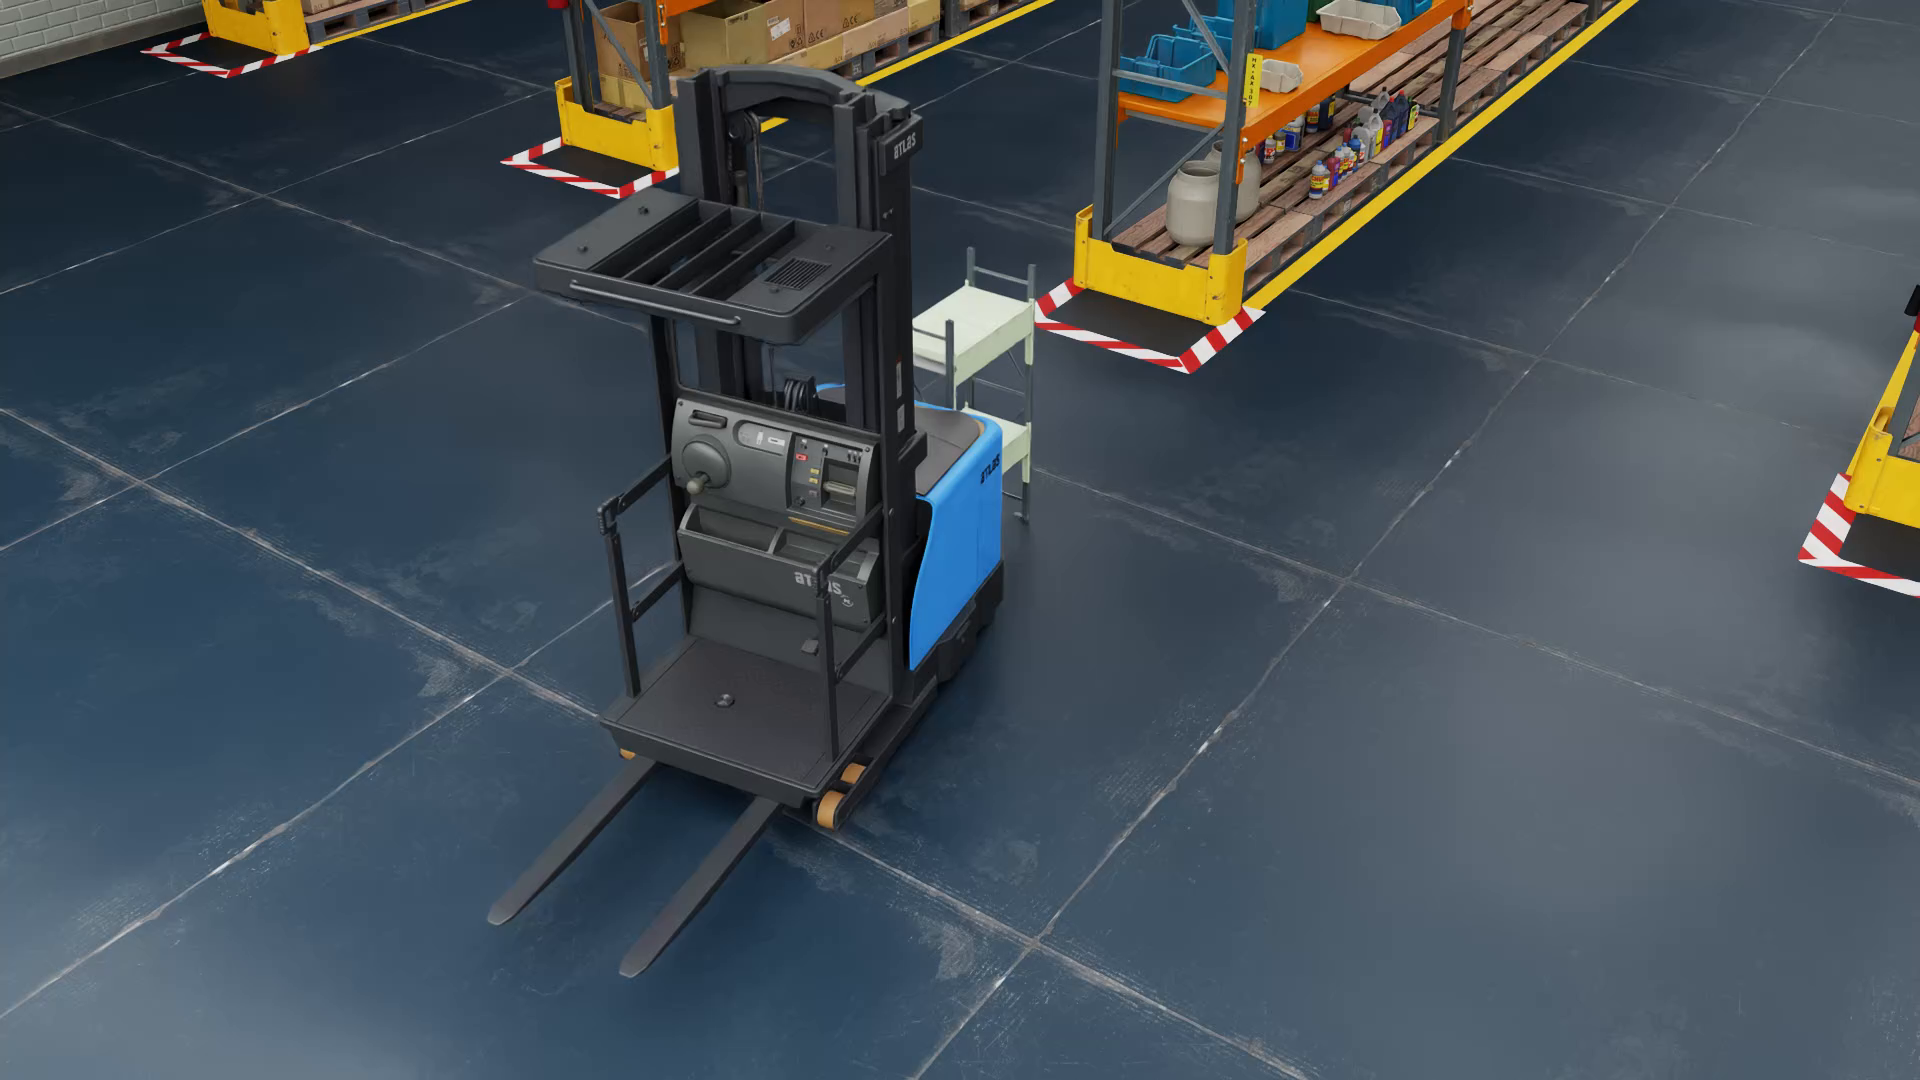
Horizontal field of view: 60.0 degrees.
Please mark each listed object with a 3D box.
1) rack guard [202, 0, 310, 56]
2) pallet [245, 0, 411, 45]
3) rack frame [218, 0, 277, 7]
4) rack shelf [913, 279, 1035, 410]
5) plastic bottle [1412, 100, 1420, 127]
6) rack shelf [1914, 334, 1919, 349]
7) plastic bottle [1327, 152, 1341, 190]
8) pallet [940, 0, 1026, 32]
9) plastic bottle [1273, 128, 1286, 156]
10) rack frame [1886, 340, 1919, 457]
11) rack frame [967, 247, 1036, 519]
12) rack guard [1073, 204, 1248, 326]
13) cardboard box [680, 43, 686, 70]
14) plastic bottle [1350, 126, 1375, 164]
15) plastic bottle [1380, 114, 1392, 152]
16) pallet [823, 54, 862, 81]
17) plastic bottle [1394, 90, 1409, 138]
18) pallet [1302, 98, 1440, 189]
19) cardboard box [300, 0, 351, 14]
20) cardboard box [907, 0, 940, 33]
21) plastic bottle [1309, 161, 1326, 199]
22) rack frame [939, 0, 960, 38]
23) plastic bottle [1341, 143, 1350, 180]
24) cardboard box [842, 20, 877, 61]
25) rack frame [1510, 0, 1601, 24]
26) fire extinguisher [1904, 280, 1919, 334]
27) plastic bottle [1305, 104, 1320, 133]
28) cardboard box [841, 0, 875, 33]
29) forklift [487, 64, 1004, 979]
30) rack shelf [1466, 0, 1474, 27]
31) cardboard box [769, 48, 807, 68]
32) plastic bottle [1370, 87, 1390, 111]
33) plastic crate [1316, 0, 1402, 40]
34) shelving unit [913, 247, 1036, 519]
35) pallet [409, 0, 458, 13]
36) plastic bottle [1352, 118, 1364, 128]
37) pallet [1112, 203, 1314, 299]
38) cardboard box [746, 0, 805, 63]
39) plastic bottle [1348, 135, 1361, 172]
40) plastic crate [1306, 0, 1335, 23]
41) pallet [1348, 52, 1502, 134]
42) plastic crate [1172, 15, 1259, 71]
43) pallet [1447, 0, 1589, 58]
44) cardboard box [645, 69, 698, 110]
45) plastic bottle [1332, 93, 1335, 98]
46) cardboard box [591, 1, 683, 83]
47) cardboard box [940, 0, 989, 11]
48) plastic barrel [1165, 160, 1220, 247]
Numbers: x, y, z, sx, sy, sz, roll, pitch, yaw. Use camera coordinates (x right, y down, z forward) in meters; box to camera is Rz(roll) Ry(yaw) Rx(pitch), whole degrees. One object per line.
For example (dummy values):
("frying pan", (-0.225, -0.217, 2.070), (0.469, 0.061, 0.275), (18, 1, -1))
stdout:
("rack guard", (-6.760, -5.028, 15.914), (1.175, 0.500, 0.348), (21, 39, 28))
("pallet", (-6.267, -5.271, 16.531), (1.003, 0.211, 1.213), (21, 39, 28))
("rack frame", (-6.803, -6.028, 15.162), (1.000, 3.000, 0.127), (21, 39, 28))
("rack shelf", (0.004, -0.955, 8.302), (0.431, 0.370, 0.720), (21, 39, 28))
("plastic bottle", (3.666, -3.461, 13.471), (0.097, 0.201, 0.097), (0, 34, 0))
("rack shelf", (6.545, -1.904, 9.706), (1.077, 0.370, 4.000), (21, 39, 28))
("plastic bottle", (2.770, -2.754, 12.352), (0.061, 0.283, 0.133), (22, 40, 29))
("pallet", (-0.063, -5.485, 16.848), (1.003, 0.211, 1.213), (21, 39, 28))
("plastic bottle", (2.483, -3.102, 12.940), (0.097, 0.201, 0.097), (0, 34, 0))
("rack frame", (5.405, -1.282, 8.143), (1.000, 3.000, 0.127), (21, 39, 28))
("rack frame", (0.208, -0.802, 8.772), (0.400, 1.500, 0.023), (21, 39, 28))
("rack guard", (1.340, -1.878, 11.257), (1.175, 0.500, 0.348), (21, 39, 28))
("cardboard box", (-2.393, -4.058, 14.328), (0.500, 0.250, 0.500), (21, 39, 28))
("plastic bottle", (3.097, -3.060, 12.811), (0.152, 0.276, 0.135), (22, 40, 29))
("plastic bottle", (3.318, -3.196, 13.007), (0.061, 0.283, 0.133), (24, 41, 31))
("pallet", (-1.634, -4.217, 14.973), (1.003, 0.211, 1.213), (21, 39, 28))
("plastic bottle", (3.486, -3.401, 13.249), (0.144, 0.351, 0.185), (20, 39, 27))
("pallet", (3.199, -3.254, 13.548), (1.003, 0.211, 1.213), (21, 39, 28))
("cardboard box", (-6.335, -5.386, 16.220), (0.500, 0.311, 0.500), (17, 37, 23))
("cardboard box", (-0.536, -5.040, 15.781), (0.500, 0.250, 0.500), (21, 39, 28))
("plastic bottle", (2.625, -2.651, 12.210), (0.097, 0.271, 0.097), (0, 34, 0))
("rack frame", (-0.451, -6.288, 15.547), (1.000, 3.000, 0.127), (21, 39, 28))
("plastic bottle", (2.878, -2.854, 12.512), (0.097, 0.271, 0.097), (0, 34, 0))
("cardboard box", (-1.102, -4.578, 15.098), (0.500, 0.250, 0.500), (21, 39, 28))
("rack frame", (5.897, -6.545, 15.927), (1.000, 3.000, 0.127), (21, 39, 28))
("fire extinguisher", (4.961, -1.344, 8.305), (0.296, 0.674, 0.183), (21, 39, 28))
("plastic bottle", (2.832, -3.412, 13.337), (0.097, 0.271, 0.097), (0, 34, 0))
("cardboard box", (-1.112, -4.893, 14.894), (0.500, 0.500, 0.500), (21, 39, 28))
("forklift", (-0.868, -0.258, 6.691), (1.130, 2.935, 3.031), (15, 37, 21))
("rack shelf", (4.757, -5.327, 14.767), (1.077, 0.370, 4.000), (21, 39, 28))
("cardboard box", (-1.675, -4.119, 14.419), (0.500, 0.250, 0.500), (21, 39, 28))
("plastic bottle", (3.368, -3.447, 13.317), (0.144, 0.351, 0.185), (21, 39, 28))
("plastic crate", (2.899, -3.767, 12.054), (0.530, 0.136, 0.437), (21, 39, 28))
("shelving unit", (0.004, -0.632, 8.521), (0.431, 1.500, 0.755), (21, 39, 28))
("pallet", (-5.571, -5.830, 17.358), (1.003, 0.211, 1.213), (21, 39, 28))
("plastic bottle", (3.094, -3.157, 12.948), (0.061, 0.283, 0.133), (21, 39, 28))
("pallet", (1.808, -2.131, 11.888), (1.003, 0.211, 1.213), (21, 39, 28))
("cardboard box", (-1.685, -4.434, 14.215), (0.500, 0.500, 0.500), (21, 39, 28))
("plastic bottle", (2.994, -2.948, 12.649), (0.097, 0.271, 0.097), (0, 34, 0))
("plastic crate", (2.611, -4.082, 12.473), (0.450, 0.188, 0.662), (21, 39, 28))
("pallet", (4.032, -3.923, 14.538), (1.003, 0.211, 1.213), (21, 39, 28))
("plastic crate", (1.750, -3.425, 11.445), (0.499, 0.251, 0.408), (21, 39, 28))
("pallet", (5.424, -5.046, 16.199), (1.003, 0.211, 1.213), (21, 39, 28))
("cardboard box", (-2.243, -3.658, 13.737), (0.500, 0.250, 0.500), (21, 39, 28))
("plastic bottle", (3.001, -3.564, 13.550), (0.061, 0.283, 0.133), (21, 39, 28))
("cardboard box", (-2.670, -4.135, 13.773), (0.500, 0.500, 0.500), (21, 39, 28))
("cardboard box", (-0.017, -5.430, 16.357), (0.500, 0.250, 0.500), (20, 39, 27))
("plastic barrel", (1.648, -2.334, 11.546), (0.421, 0.512, 0.421), (0, 34, 0))
